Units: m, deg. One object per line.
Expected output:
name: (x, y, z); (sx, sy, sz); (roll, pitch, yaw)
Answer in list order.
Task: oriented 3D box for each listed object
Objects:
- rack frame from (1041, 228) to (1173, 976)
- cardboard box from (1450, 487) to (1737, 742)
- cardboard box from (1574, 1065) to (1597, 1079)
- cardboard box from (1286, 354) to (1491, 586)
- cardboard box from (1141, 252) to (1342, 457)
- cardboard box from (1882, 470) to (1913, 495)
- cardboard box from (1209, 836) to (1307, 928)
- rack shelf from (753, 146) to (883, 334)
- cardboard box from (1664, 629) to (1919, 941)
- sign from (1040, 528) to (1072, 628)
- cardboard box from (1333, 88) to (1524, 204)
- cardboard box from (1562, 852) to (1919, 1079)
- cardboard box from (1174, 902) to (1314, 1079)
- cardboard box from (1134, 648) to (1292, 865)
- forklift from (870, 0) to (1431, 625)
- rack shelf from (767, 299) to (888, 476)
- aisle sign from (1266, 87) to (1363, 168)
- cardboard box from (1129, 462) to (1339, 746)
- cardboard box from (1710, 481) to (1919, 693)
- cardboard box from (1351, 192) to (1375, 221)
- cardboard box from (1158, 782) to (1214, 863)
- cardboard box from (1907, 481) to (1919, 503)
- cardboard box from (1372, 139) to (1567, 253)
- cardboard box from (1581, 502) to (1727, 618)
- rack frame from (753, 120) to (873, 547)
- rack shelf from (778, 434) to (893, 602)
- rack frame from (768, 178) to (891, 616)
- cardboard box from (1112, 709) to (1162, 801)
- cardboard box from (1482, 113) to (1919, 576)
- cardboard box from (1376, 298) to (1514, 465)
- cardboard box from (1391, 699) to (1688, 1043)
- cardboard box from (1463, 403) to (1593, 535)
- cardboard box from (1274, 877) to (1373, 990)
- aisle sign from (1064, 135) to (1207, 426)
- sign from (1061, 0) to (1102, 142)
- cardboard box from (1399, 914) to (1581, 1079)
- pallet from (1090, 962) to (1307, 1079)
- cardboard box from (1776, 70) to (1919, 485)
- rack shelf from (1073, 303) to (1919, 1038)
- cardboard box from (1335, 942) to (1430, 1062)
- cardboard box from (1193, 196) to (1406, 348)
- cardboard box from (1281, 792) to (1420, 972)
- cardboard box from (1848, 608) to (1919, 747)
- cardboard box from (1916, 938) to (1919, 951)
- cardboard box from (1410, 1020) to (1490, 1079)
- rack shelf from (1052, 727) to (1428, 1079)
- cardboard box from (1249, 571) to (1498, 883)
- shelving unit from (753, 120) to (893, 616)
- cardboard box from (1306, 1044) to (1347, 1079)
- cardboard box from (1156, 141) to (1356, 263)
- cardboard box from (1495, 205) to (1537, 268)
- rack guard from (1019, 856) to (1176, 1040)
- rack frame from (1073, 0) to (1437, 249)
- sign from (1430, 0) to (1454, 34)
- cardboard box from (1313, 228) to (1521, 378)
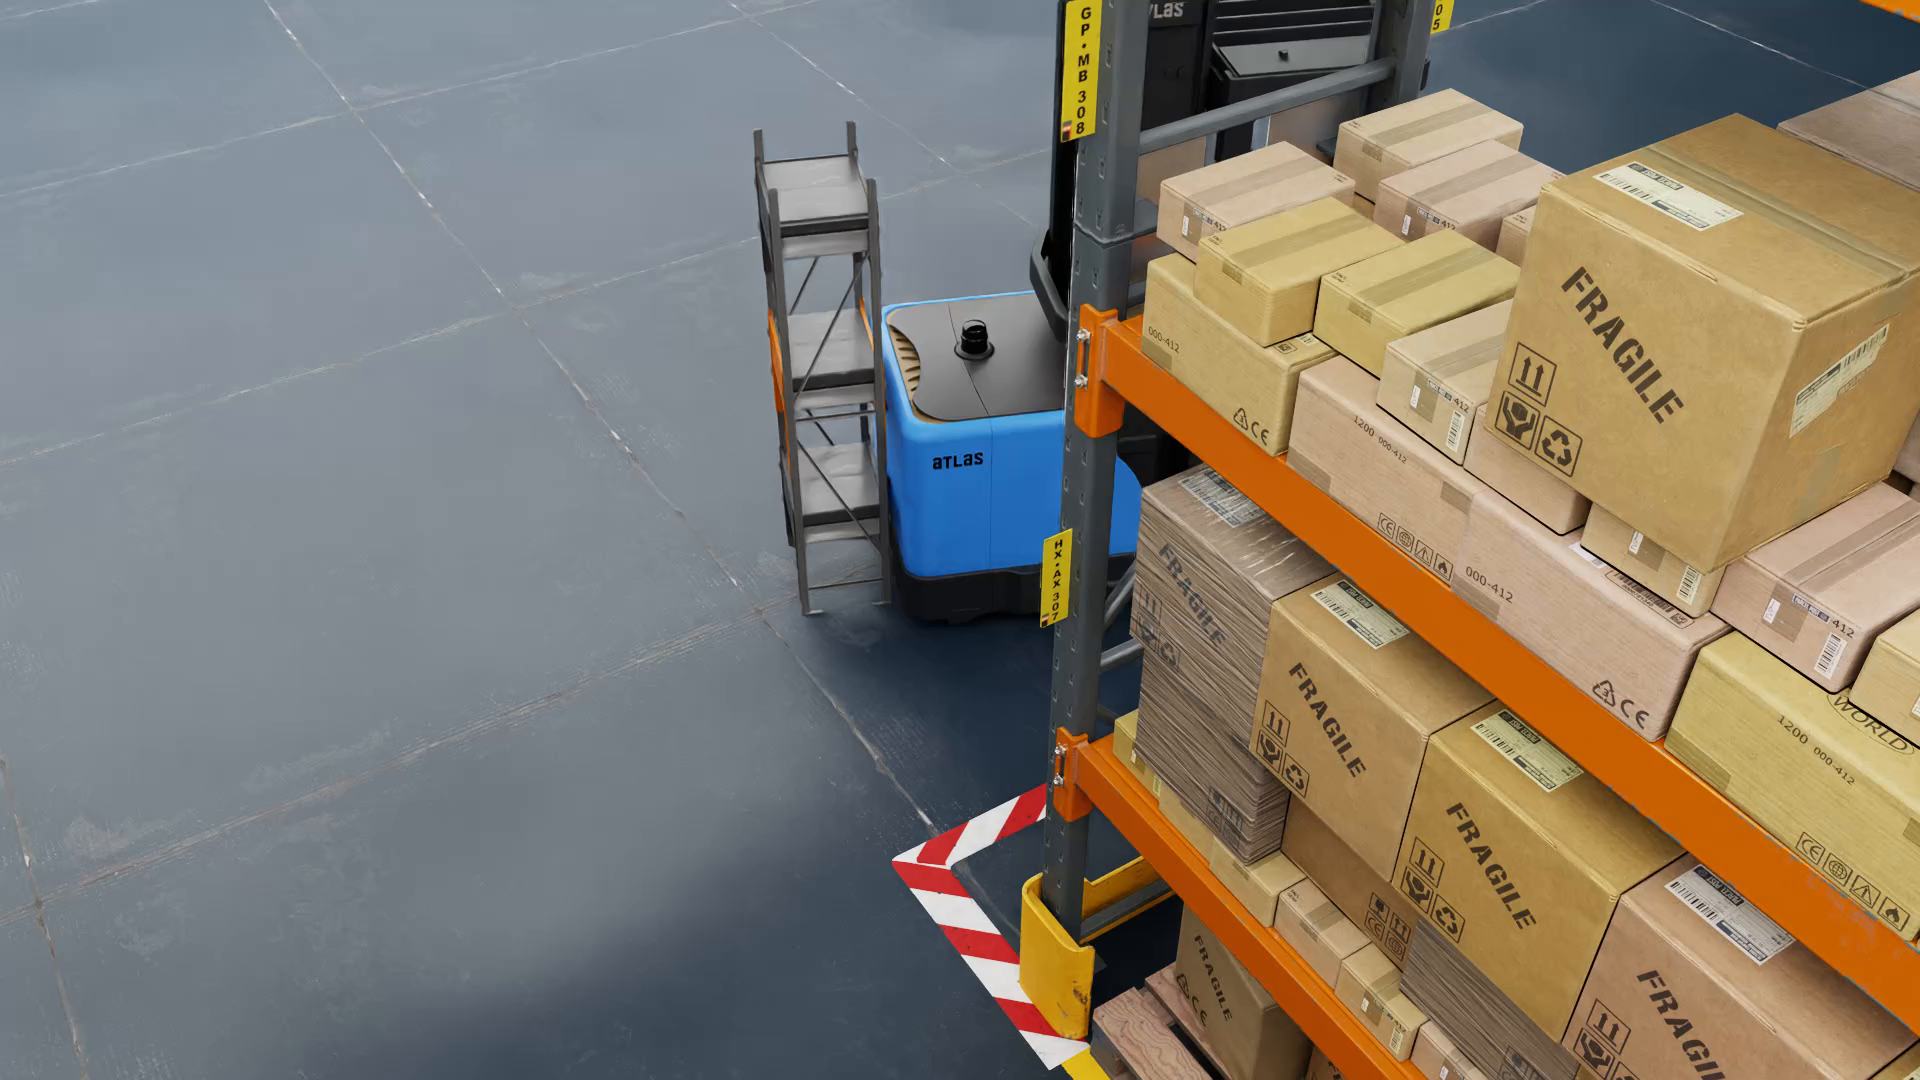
rack frame: (0.729, 0.255, 5.162); (1.000, 3.000, 0.127); (-22, 45, -24)
cardboard box: (1.316, 0.054, 3.177); (0.500, 0.250, 0.500); (-22, 45, -25)
cardboard box: (1.863, 1.196, 3.722); (0.875, 0.500, 0.500); (-22, 45, -24)
cardboard box: (1.053, -0.215, 3.499); (0.500, 0.250, 0.500); (-23, 45, -25)
cardboard box: (0.771, -0.491, 3.831); (0.500, 0.250, 0.500); (-21, 44, -23)
cardboard box: (1.835, -0.246, 3.225); (0.380, 0.149, 0.250); (-24, 46, -26)
cardboard box: (0.922, 0.869, 4.621); (0.380, 0.149, 0.250); (-22, 45, -24)
rack shelf: (-0.555, -1.178, 6.512); (0.431, 0.518, 0.480); (-8, 40, -9)
cardboard box: (1.600, 0.333, 2.842); (0.500, 0.250, 0.500); (-21, 44, -23)
sign: (0.272, 0.109, 4.660); (0.100, 0.325, 0.005); (-22, 45, -24)
cardboard box: (1.142, -0.951, 4.071); (0.380, 0.149, 0.250); (-22, 45, -24)
cardboard box: (1.602, 0.918, 3.274); (0.500, 0.500, 0.500); (-22, 45, -24)
cardboard box: (1.051, 1.396, 5.416); (0.500, 0.500, 0.500); (-14, 42, -17)
cardboard box: (1.002, 0.408, 4.667); (0.875, 0.500, 0.500); (-22, 45, -24)
forklift: (1.157, -1.218, 6.983); (3.031, 2.935, 1.130); (-7, 40, -8)
rack shelf: (-0.555, -0.640, 6.960); (0.431, 0.518, 0.480); (-8, 40, -9)
aisle sign: (0.949, -0.881, 4.494); (0.394, 0.787, 0.004); (-22, 45, -24)
cardboard box: (0.795, 0.109, 4.246); (0.500, 0.500, 0.500); (-22, 45, -24)
cardboard box: (1.527, 0.067, 2.849); (0.380, 0.149, 0.250); (-23, 45, -25)
cardboard box: (1.203, -0.667, 4.042); (0.500, 0.250, 0.500); (-21, 44, -23)
cardboard box: (0.800, 0.729, 4.789); (0.380, 0.149, 0.250); (-22, 45, -24)
cardboard box: (1.943, -0.082, 3.028); (0.380, 0.149, 0.250); (-25, 46, -26)
cardboard box: (1.183, -0.770, 3.854); (0.380, 0.149, 0.250); (-24, 45, -26)
cardboard box: (1.353, -0.051, 2.991); (0.380, 0.149, 0.250); (-24, 46, -26)
rack frame: (-0.605, -0.803, 7.134); (0.400, 2.100, 0.015); (-8, 40, -9)
rack shelf: (-0.555, -0.102, 7.408); (0.431, 0.518, 0.480); (-8, 40, -9)
rack frame: (-0.506, -0.498, 6.767); (0.400, 2.100, 0.015); (-8, 40, -9)
cardboard box: (0.682, 0.587, 4.959); (0.380, 0.149, 0.250); (-22, 45, -24)
cardboard box: (1.300, -0.348, 2.841); (0.500, 0.500, 0.500); (-22, 45, -25)
cardboard box: (1.066, -0.326, 3.322); (0.380, 0.149, 0.250); (-20, 44, -23)
cardboard box: (1.328, 0.650, 3.596); (0.500, 0.500, 0.500); (-22, 45, -24)
cardboard box: (1.194, -0.194, 3.163); (0.380, 0.149, 0.250); (-22, 45, -25)
cardboard box: (1.074, 0.997, 4.468); (0.380, 0.149, 0.250); (-22, 45, -24)
aisle sign: (0.443, -0.674, 4.246); (0.394, 0.787, 0.004); (-22, 45, -24)
sign: (0.272, -1.047, 3.697); (0.100, 0.325, 0.005); (-22, 45, -24)
cardboard box: (1.604, 0.922, 4.051); (0.875, 0.500, 0.500); (-22, 45, -24)
pallet: (1.177, 1.818, 5.464); (1.003, 0.211, 1.213); (-22, 45, -24)
cardboard box: (1.776, -0.493, 3.015); (0.500, 0.500, 0.500); (-22, 45, -24)
rack shelf: (1.805, 0.458, 3.136); (1.077, 0.370, 4.000); (-22, 45, -24)
cardboard box: (1.202, 1.134, 4.303); (0.380, 0.149, 0.250); (-22, 45, -24)
cardboard box: (0.740, -0.592, 3.640); (0.380, 0.149, 0.250); (-21, 44, -23)
cardboard box: (1.372, 0.637, 4.393); (0.875, 0.500, 0.500); (-22, 45, -24)
cardboard box: (1.678, 0.204, 2.685); (0.380, 0.149, 0.250); (-24, 45, -26)
cardboard box: (1.864, 0.604, 2.517); (0.500, 0.250, 0.500); (-23, 45, -25)
cardboard box: (1.359, 1.259, 4.152); (0.380, 0.149, 0.250); (-22, 45, -24)
rack shelf: (1.805, 1.611, 4.097); (1.077, 0.370, 4.000); (-22, 45, -24)
cardboard box: (1.058, 0.381, 3.919); (0.500, 0.500, 0.500); (-22, 45, -24)
shelving unit: (-0.555, -0.650, 6.951); (0.431, 2.100, 0.503); (-8, 40, -9)
cardboard box: (1.401, 1.707, 5.043); (0.500, 0.500, 0.500); (-11, 41, -13)
cardboard box: (0.683, -0.765, 3.848); (0.380, 0.149, 0.250); (-23, 45, -25)
cardboard box: (1.422, -0.660, 3.722); (0.380, 0.149, 0.250); (-24, 46, -26)
rack guard: (0.770, 1.256, 5.913); (1.175, 0.500, 0.348); (-22, 45, -24)
rack frame: (0.729, -2.050, 3.241); (1.000, 3.000, 0.127); (-22, 45, -24)
sign: (1.208, -1.418, 4.134); (0.100, 0.325, 0.005); (-22, 45, -24)
cardboard box: (0.980, -0.498, 3.527); (0.380, 0.149, 0.250); (-23, 45, -25)
